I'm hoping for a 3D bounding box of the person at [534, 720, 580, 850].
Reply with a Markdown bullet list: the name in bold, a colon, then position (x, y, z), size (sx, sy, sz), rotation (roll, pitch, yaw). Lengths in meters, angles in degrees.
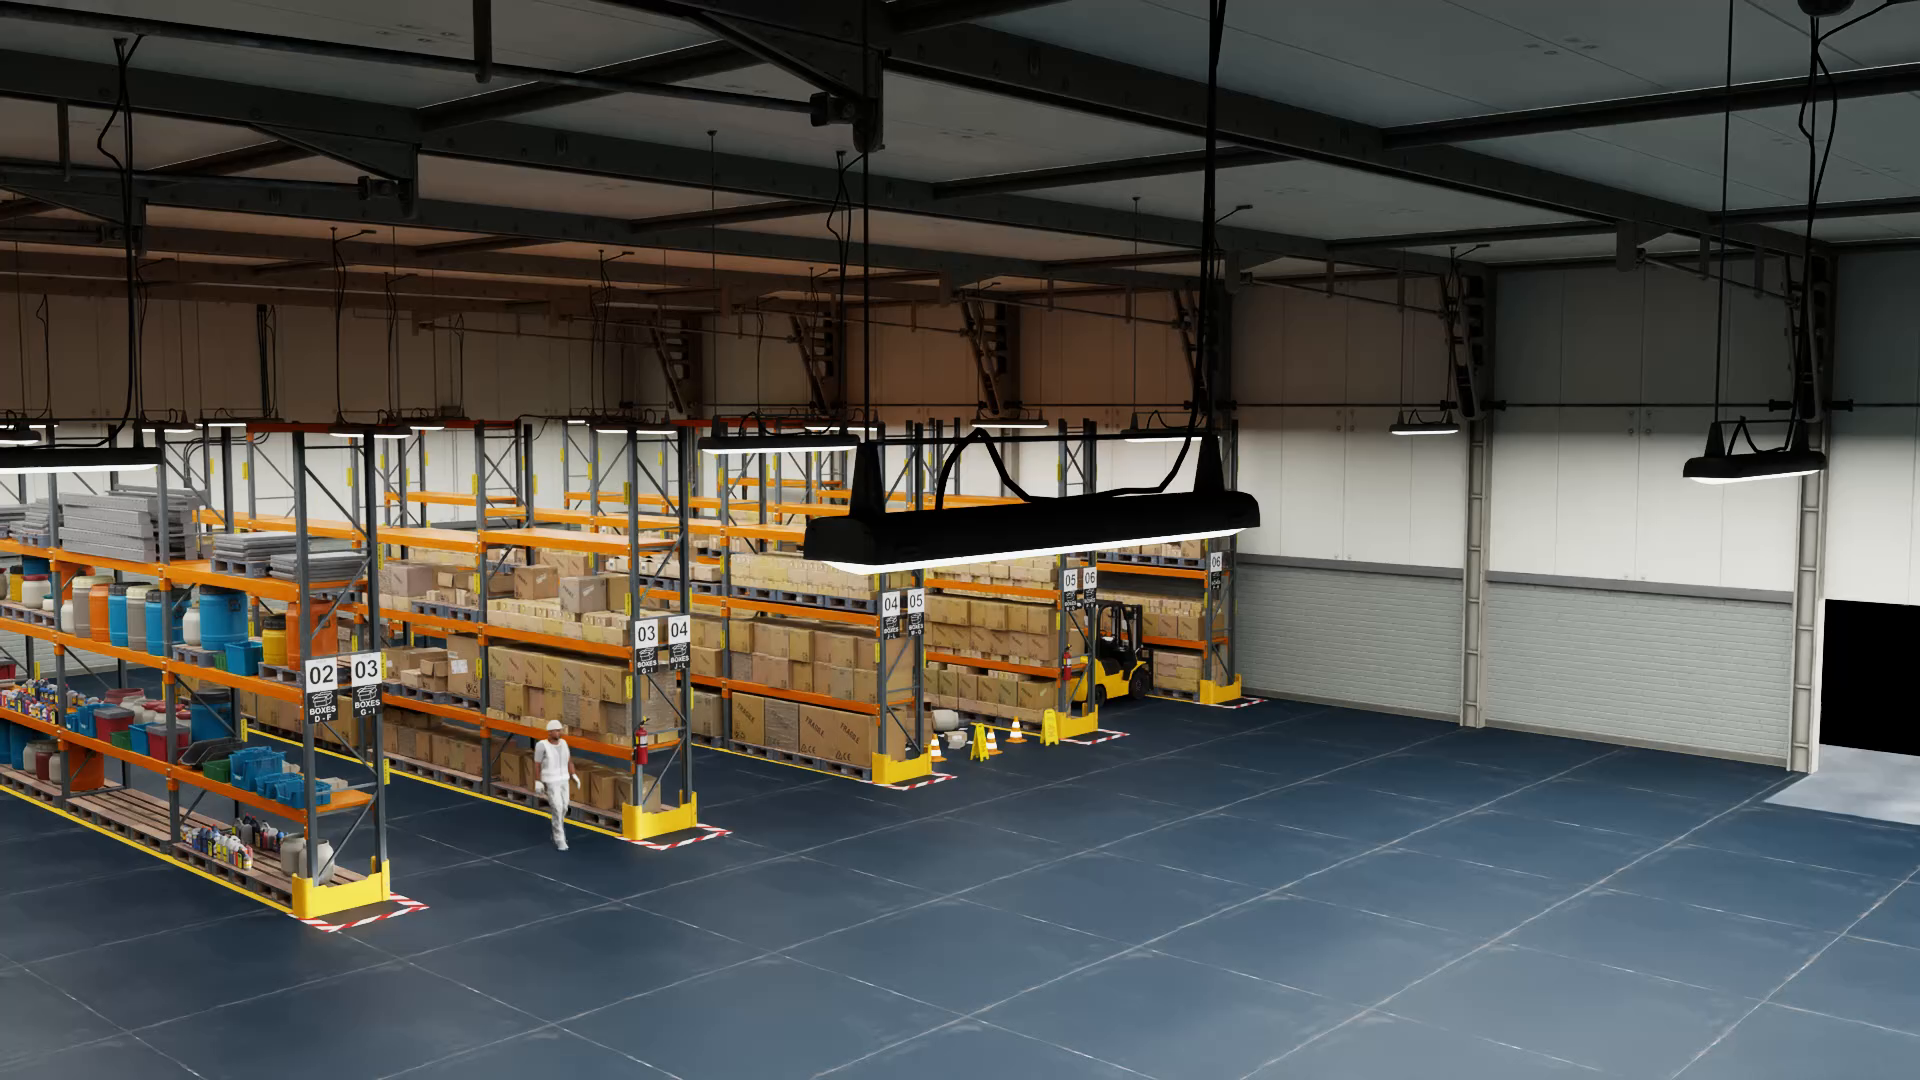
- **person**: position (-5.734, 3.511, 23.869), size (0.621, 1.829, 0.576), rotation (4, 6, 37)
